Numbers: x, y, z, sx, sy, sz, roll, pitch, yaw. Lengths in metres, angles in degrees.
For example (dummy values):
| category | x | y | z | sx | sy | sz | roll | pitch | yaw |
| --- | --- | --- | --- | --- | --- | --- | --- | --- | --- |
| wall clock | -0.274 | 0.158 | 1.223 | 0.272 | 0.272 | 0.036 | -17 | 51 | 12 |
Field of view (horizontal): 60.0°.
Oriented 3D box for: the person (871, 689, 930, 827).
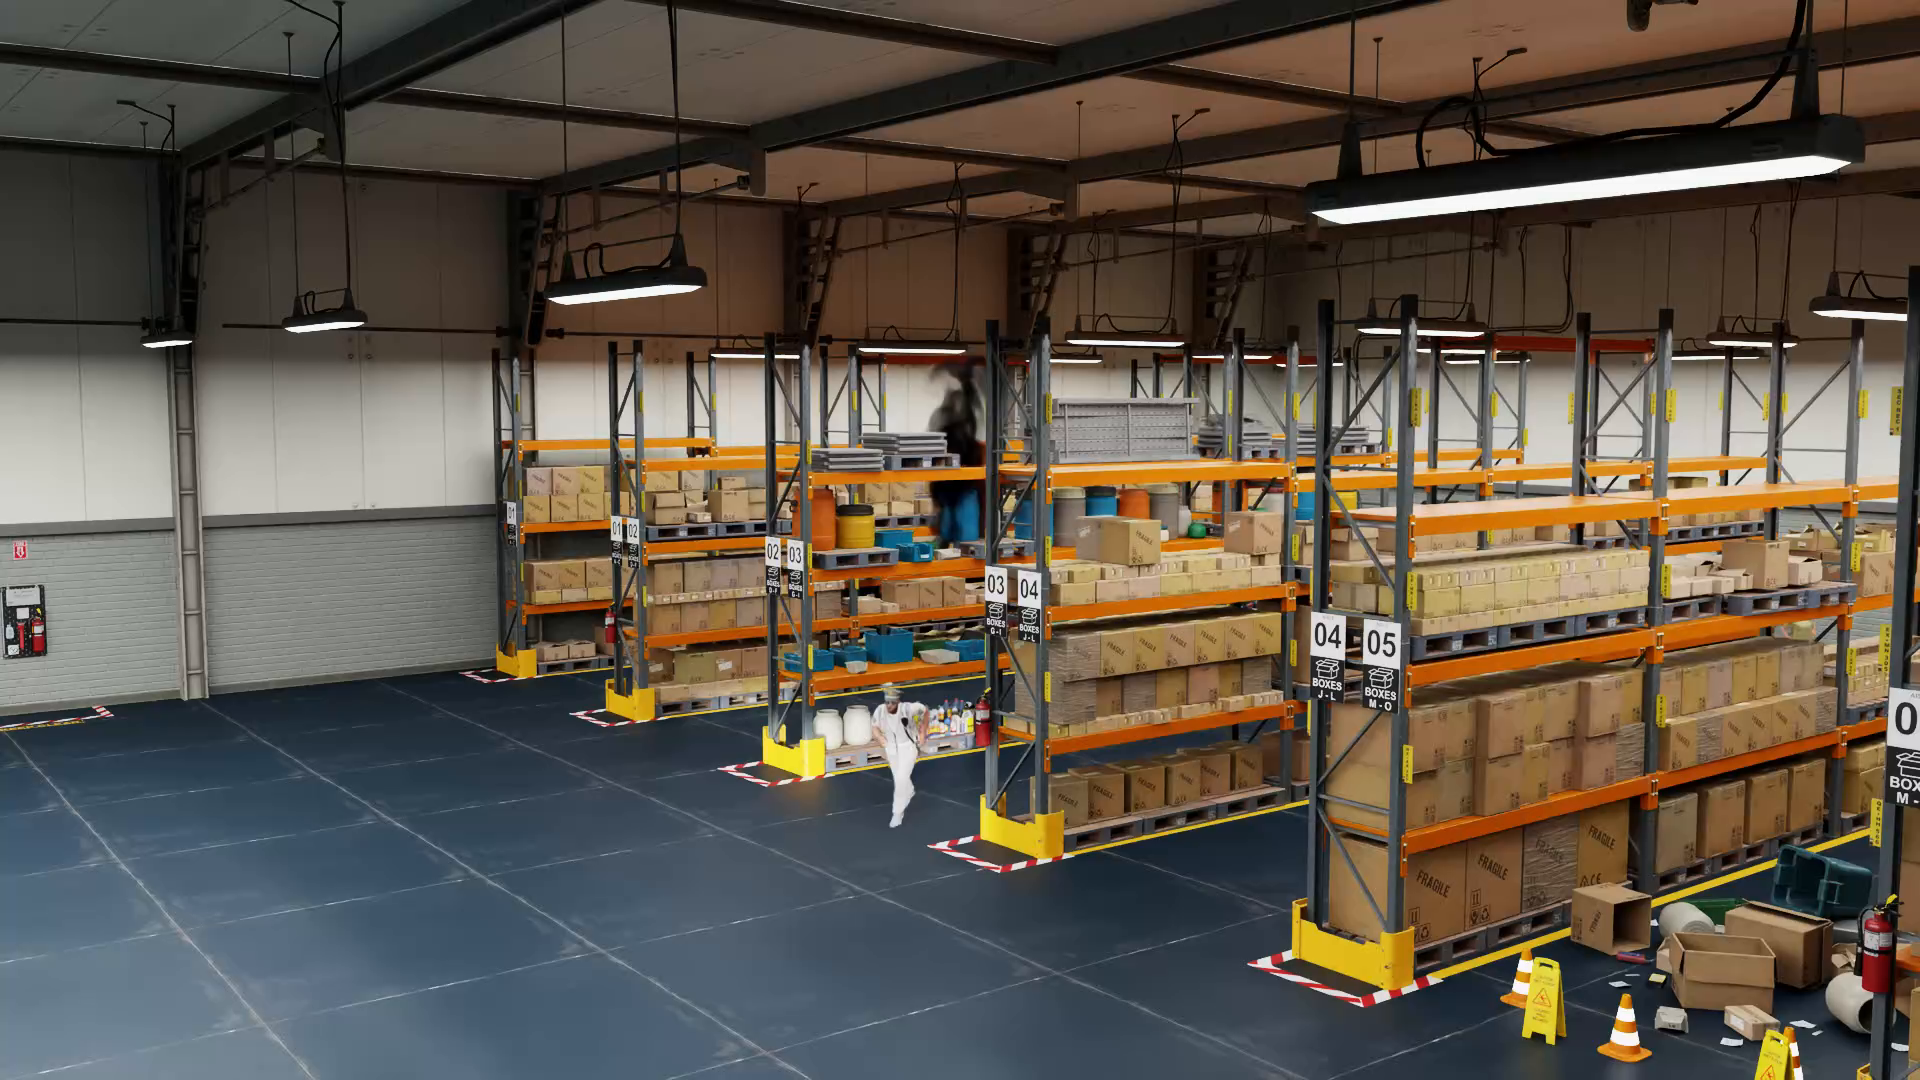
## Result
| category | x | y | z | sx | sy | sz | roll | pitch | yaw |
| --- | --- | --- | --- | --- | --- | --- | --- | --- | --- |
| person | -0.695 | 2.596 | 20.237 | 0.708 | 1.721 | 1.019 | 1 | 5 | 14 |

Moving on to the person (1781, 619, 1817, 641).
| category | x | y | z | sx | sy | sz | roll | pitch | yaw |
| --- | --- | --- | --- | --- | --- | --- | --- | --- | --- |
| person | 14.517 | 1.836 | 28.748 | 0.604 | 1.637 | 0.531 | -1 | 5 | -7 |
